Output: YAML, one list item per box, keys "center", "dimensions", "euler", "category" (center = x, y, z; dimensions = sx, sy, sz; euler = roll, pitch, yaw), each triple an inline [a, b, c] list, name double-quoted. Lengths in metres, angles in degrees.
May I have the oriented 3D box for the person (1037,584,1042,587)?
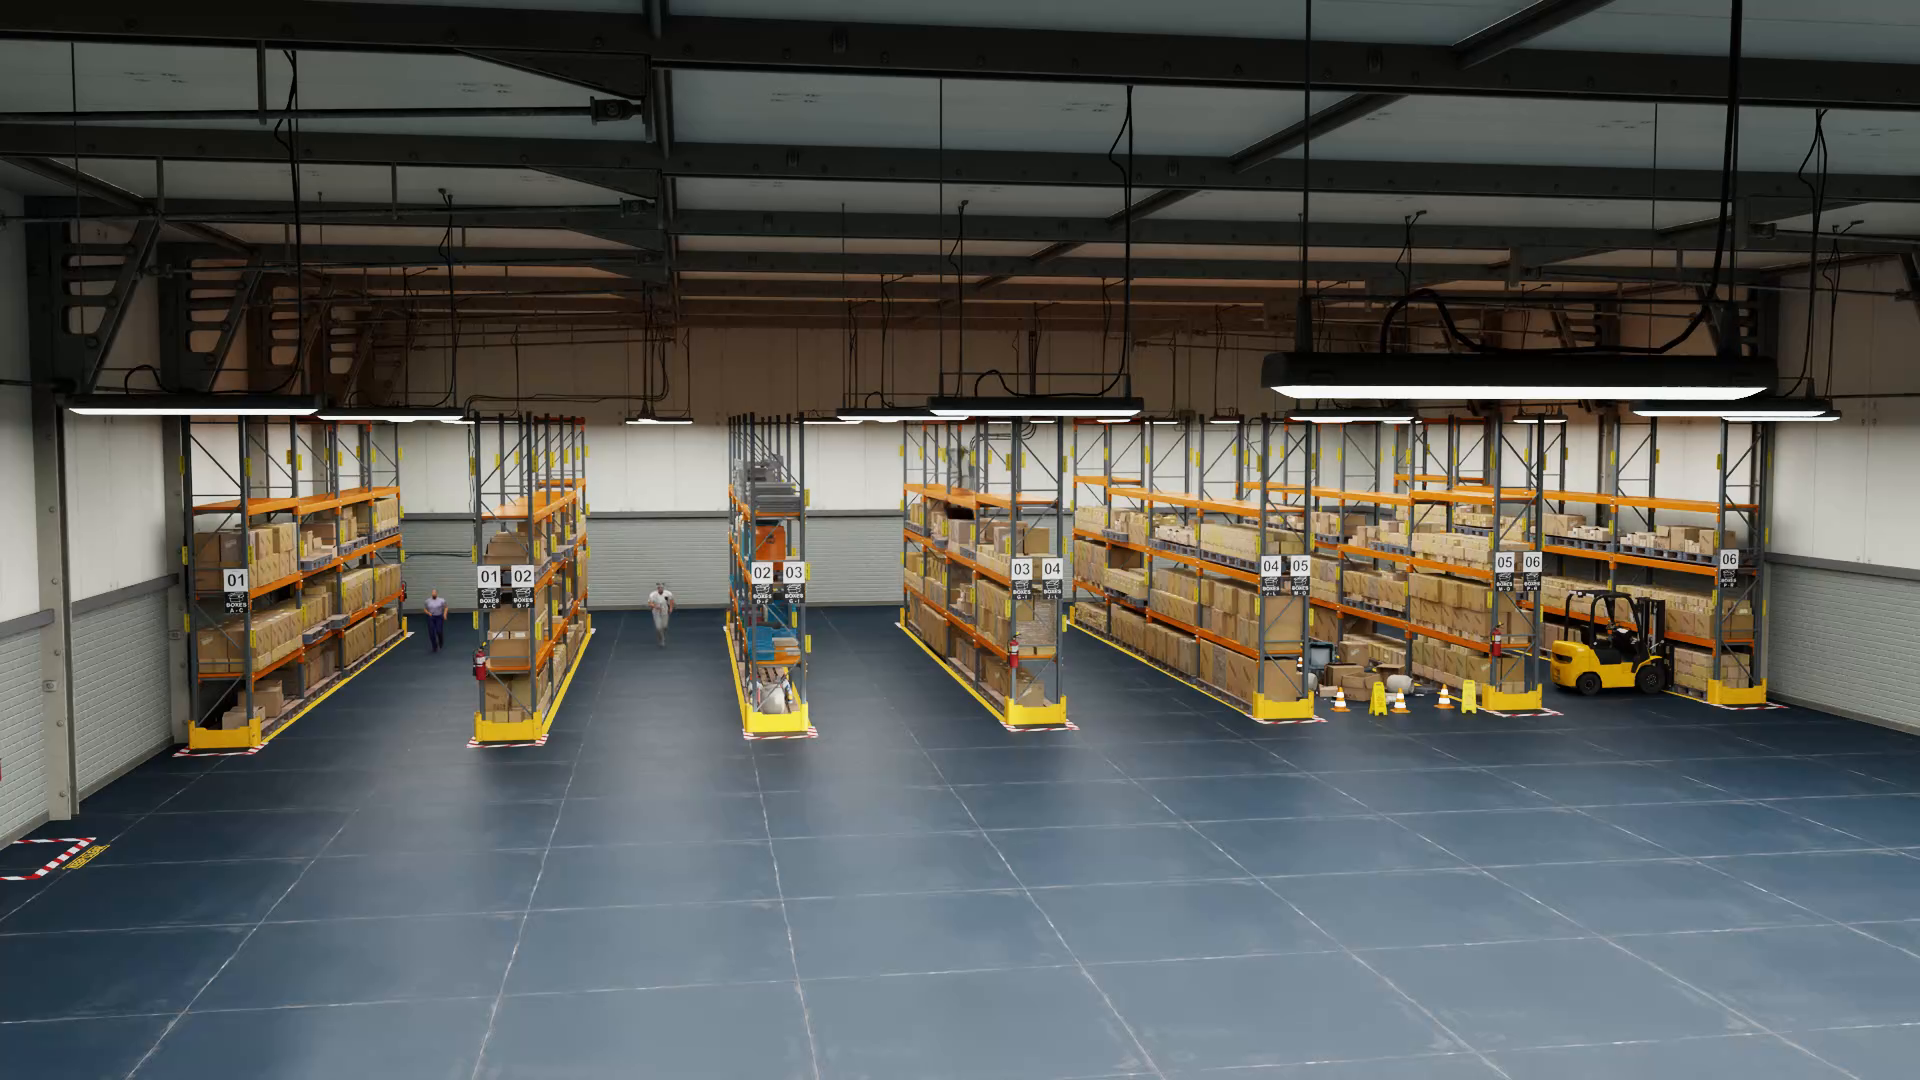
- center: [2.126, 1.879, 43.194]
  dimensions: [0.714, 1.648, 0.874]
  euler: [-1, 4, -16]
  category: "person"

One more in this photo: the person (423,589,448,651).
- center: [-13.366, 2.044, 42.373]
  dimensions: [0.599, 1.608, 0.531]
  euler: [-1, 4, -12]
  category: "person"

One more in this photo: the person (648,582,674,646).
- center: [-7.821, 1.932, 43.541]
  dimensions: [0.654, 1.702, 0.732]
  euler: [-1, 4, -10]
  category: "person"
